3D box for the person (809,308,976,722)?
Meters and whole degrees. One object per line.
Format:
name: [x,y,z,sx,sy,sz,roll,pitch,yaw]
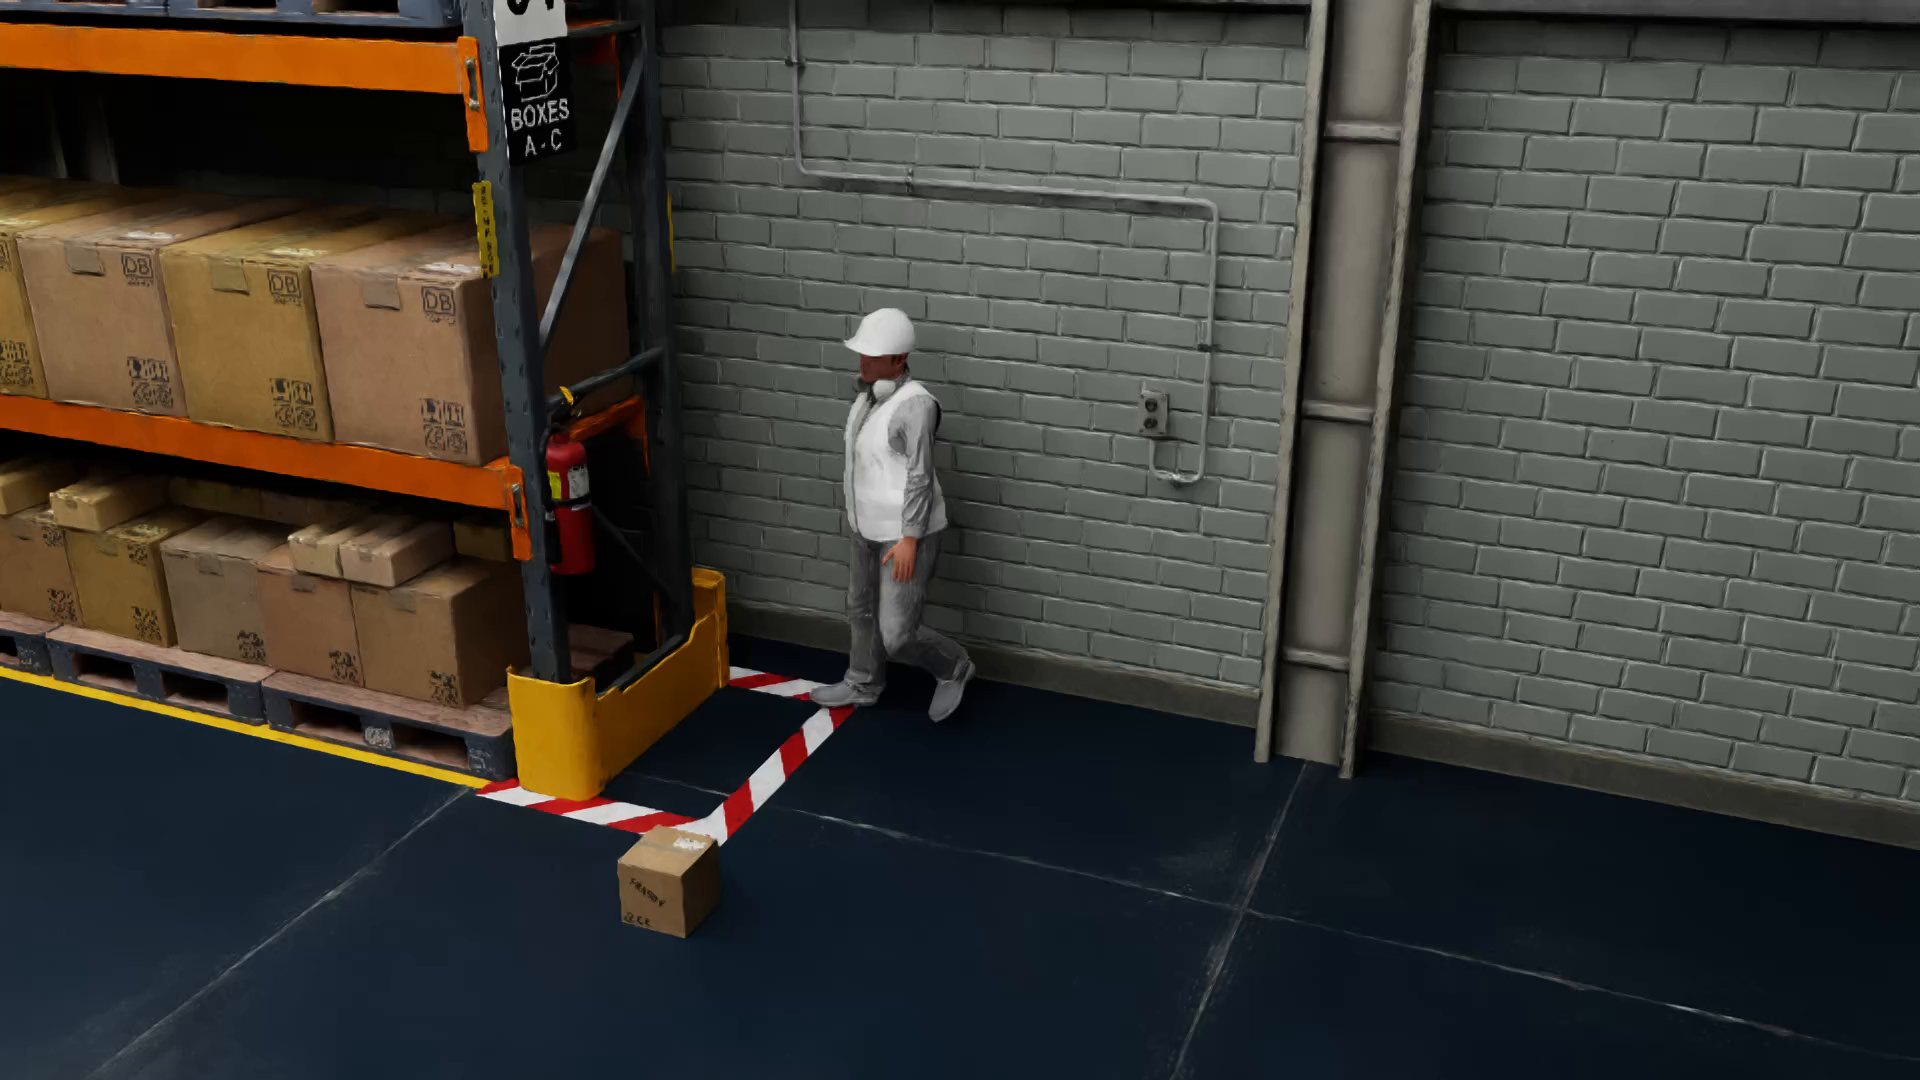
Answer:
person: [-0.257,-0.077,6.694,0.553,1.769,0.654,-13,25,-29]
